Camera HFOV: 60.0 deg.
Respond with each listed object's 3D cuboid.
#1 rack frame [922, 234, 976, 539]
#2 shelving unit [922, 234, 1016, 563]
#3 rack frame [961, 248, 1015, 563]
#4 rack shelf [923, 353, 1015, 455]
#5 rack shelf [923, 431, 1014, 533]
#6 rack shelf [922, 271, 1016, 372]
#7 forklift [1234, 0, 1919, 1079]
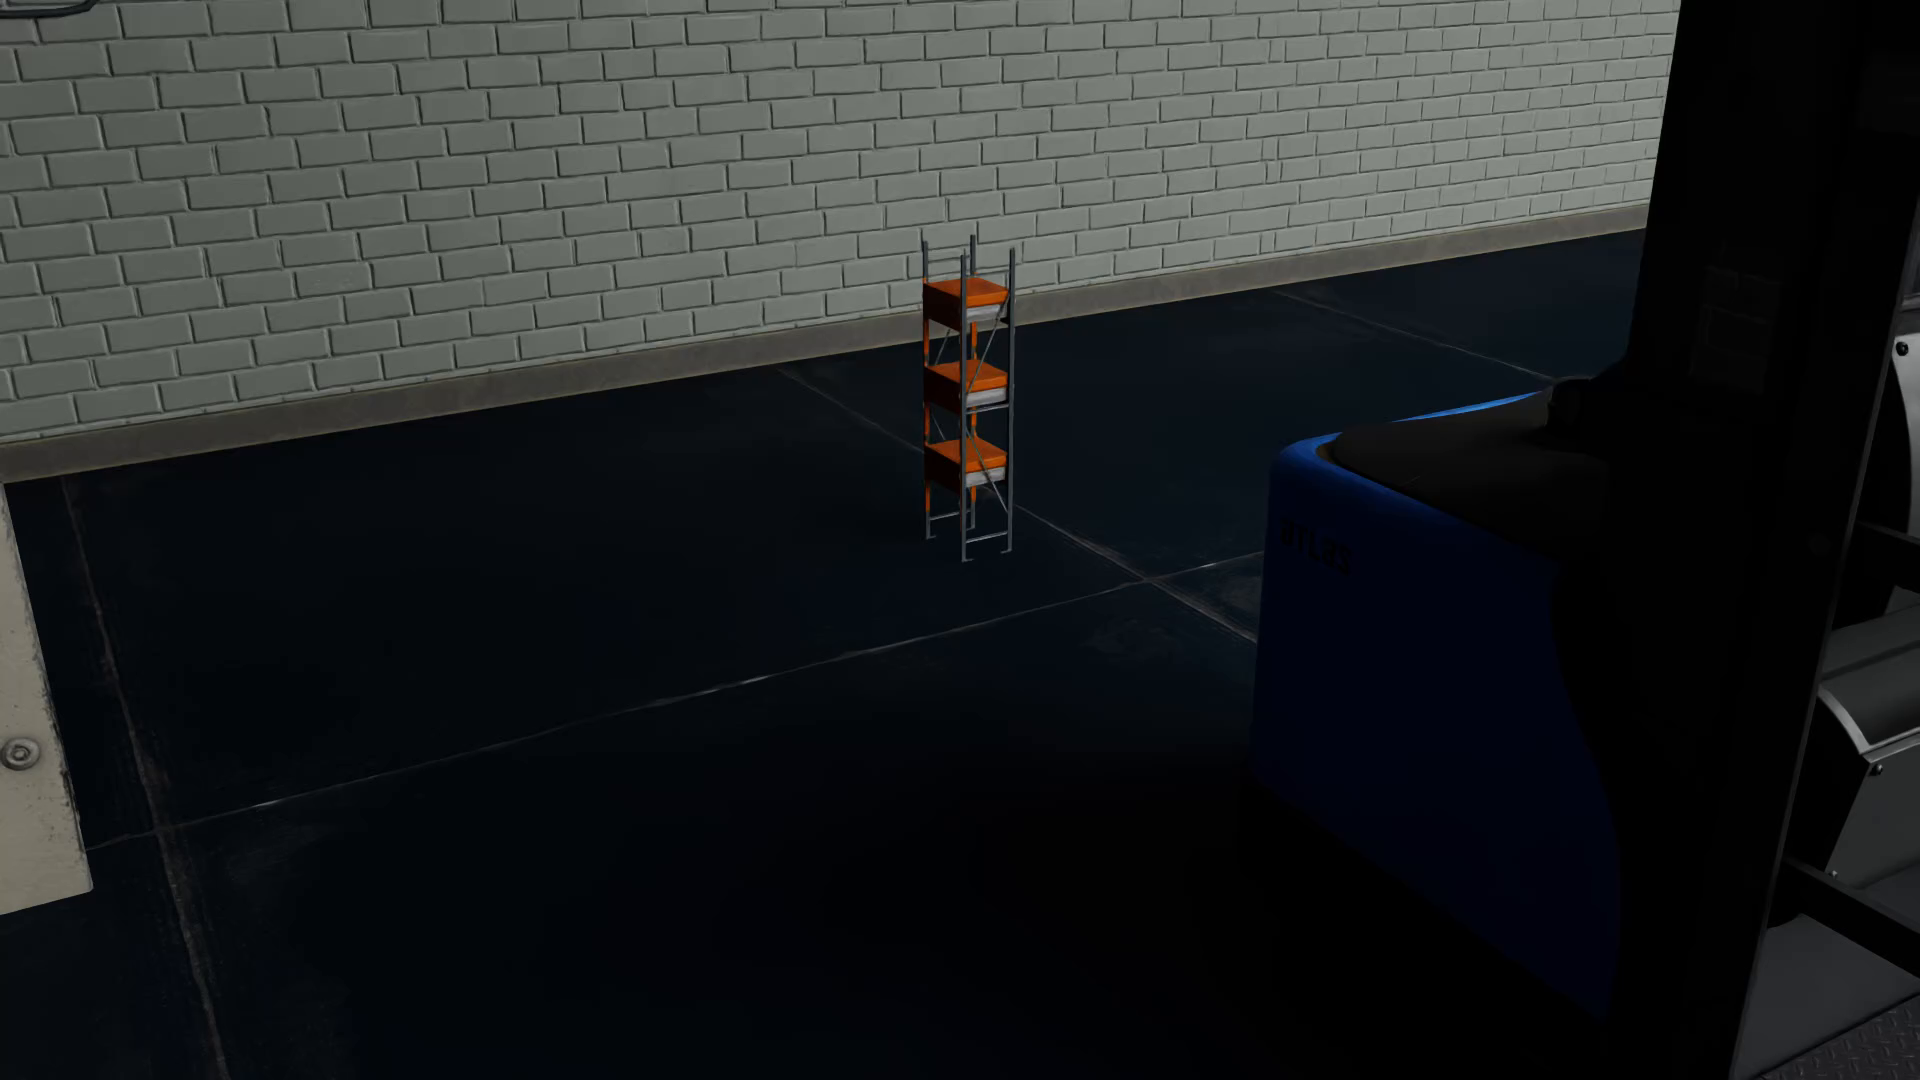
[{"bbox_3d":[-0.035,-0.509,5.668,0.200,1.050,0.008,-13,25,-28],"label":"rack frame"},{"bbox_3d":[0.027,-0.469,5.571,0.215,1.050,0.252,-13,25,-28],"label":"shelving unit"},{"bbox_3d":[0.090,-0.430,5.474,0.200,1.050,0.008,-13,25,-28],"label":"rack frame"},{"bbox_3d":[0.027,-0.459,5.575,0.215,0.259,0.240,-13,25,-28],"label":"rack shelf"},{"bbox_3d":[0.027,-0.202,5.680,0.215,0.259,0.240,-13,25,-28],"label":"rack shelf"},{"bbox_3d":[0.027,-0.722,5.468,0.215,0.259,0.240,-13,25,-28],"label":"rack shelf"},{"bbox_3d":[1.794,-0.169,2.335,1.130,2.935,3.031,-12,25,-27],"label":"forklift"}]
